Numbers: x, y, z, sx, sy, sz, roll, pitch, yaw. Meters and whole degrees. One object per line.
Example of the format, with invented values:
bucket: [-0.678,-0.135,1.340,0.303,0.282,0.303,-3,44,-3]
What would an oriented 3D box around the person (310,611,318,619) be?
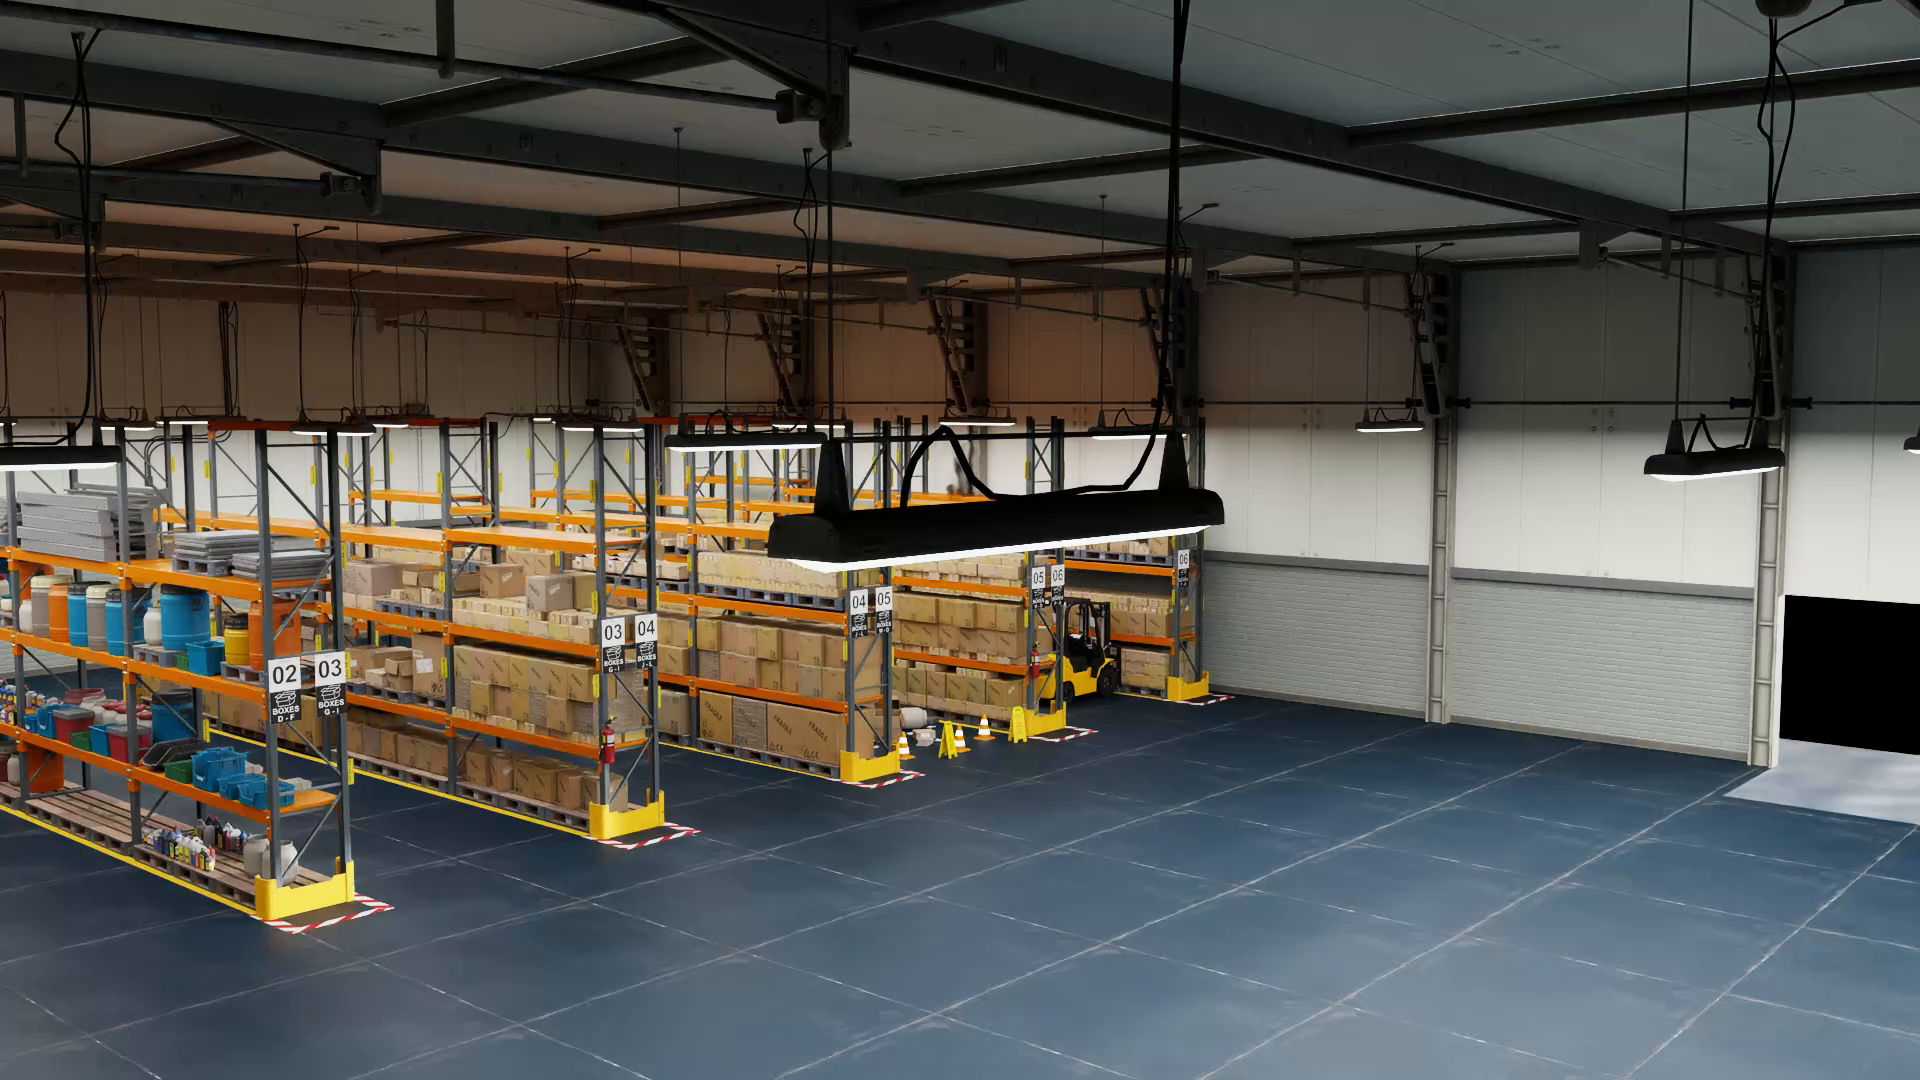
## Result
person: [-14.740,2.354,37.818,0.635,1.638,0.954,0,5,-4]
